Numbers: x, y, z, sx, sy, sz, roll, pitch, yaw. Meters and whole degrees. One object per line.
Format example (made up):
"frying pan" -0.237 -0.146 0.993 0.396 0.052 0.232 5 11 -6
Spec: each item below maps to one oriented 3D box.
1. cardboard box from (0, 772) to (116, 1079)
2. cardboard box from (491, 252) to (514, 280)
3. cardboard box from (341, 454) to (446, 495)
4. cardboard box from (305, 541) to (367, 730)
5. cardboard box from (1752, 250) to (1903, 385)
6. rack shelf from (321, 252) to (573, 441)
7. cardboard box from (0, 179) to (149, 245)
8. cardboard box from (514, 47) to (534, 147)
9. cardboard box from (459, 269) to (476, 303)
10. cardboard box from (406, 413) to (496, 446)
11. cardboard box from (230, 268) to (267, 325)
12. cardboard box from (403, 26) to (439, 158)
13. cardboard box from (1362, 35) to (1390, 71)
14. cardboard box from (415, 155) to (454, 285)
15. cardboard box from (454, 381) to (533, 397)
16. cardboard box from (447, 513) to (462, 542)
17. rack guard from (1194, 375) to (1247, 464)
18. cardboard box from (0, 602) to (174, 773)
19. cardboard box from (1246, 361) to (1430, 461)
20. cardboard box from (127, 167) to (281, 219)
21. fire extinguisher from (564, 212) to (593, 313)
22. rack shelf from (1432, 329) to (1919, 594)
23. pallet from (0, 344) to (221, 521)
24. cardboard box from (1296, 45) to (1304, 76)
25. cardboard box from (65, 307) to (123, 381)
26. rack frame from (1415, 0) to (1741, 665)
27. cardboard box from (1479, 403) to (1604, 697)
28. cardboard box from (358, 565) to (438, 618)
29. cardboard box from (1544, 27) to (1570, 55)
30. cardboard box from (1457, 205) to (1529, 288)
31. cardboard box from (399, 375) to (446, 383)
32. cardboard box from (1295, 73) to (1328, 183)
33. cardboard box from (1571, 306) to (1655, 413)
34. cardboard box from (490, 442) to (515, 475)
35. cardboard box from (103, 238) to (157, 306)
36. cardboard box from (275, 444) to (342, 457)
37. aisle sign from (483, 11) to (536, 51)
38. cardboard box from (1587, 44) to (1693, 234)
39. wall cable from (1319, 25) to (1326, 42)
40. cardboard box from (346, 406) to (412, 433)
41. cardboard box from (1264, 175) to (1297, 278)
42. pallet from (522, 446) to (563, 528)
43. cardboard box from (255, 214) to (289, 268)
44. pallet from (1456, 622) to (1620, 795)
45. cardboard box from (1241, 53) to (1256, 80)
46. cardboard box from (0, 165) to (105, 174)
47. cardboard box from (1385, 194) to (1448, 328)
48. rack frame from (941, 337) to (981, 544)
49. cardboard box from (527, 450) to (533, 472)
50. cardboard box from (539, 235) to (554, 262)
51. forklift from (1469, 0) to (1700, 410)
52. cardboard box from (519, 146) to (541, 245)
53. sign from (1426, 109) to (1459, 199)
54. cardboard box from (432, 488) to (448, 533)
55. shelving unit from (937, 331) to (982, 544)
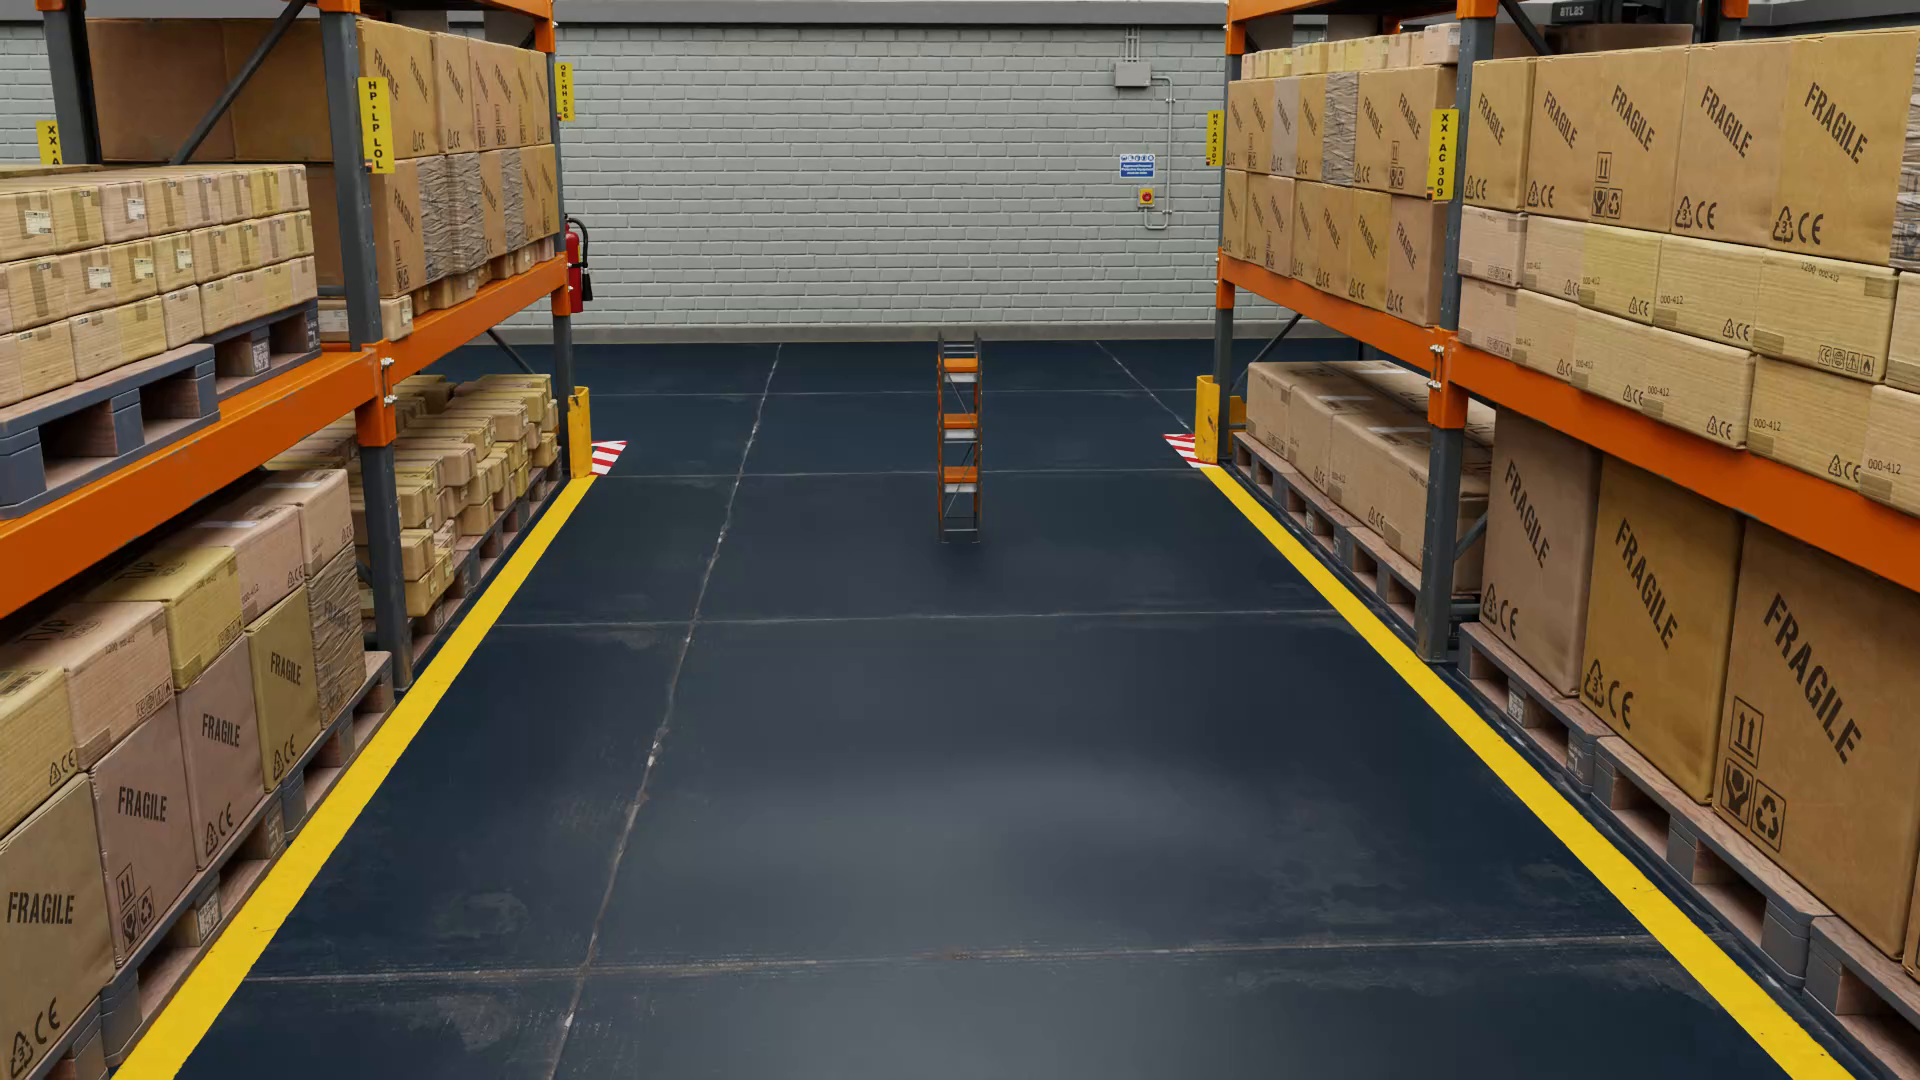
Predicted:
"cardboard box" -2.169 0.819 3.497 0.500 0.500 0.500 -1 14 -3
"cardboard box" -2.504 -1.421 8.533 0.380 0.149 0.250 -2 15 -6
"cardboard box" -2.469 -0.274 7.256 0.380 0.149 0.250 -1 14 -5
"cardboard box" -2.296 0.309 5.479 0.500 0.500 0.500 -1 14 -5
"cardboard box" 2.218 -0.525 3.846 0.500 0.250 0.500 -1 14 -5
"rack shelf" -2.717 -1.027 7.943 1.077 0.370 4.000 -1 14 -3
"cardboard box" -2.293 -0.827 4.188 0.380 0.149 0.250 -2 15 -6
"cardboard box" -2.533 -2.314 8.695 0.500 0.500 0.500 -1 14 -5
"cardboard box" -2.414 -1.159 7.514 0.380 0.149 0.250 0 14 -1
"cardboard box" -2.523 -0.532 8.258 0.380 0.149 0.250 -1 14 -5
"cardboard box" -2.341 -0.738 5.035 0.380 0.149 0.250 -1 14 -4
"cardboard box" -2.425 -1.800 6.696 0.500 0.500 0.500 -1 14 -5
"cardboard box" 2.006 -2.152 7.362 0.380 0.149 0.250 -1 14 -4
"cardboard box" -2.410 -1.321 6.842 0.500 0.500 0.500 -1 14 -3
"cardboard box" -2.597 -0.793 9.272 0.380 0.149 0.250 -1 14 -2
"cardboard box" -2.496 -0.052 7.589 0.380 0.149 0.250 -2 15 -6
"rack guard" 2.092 -0.770 10.515 1.175 0.500 0.348 -1 14 -3
"cardboard box" -2.196 0.336 3.869 0.500 0.250 0.500 -1 14 -3
"cardboard box" 2.234 -0.774 9.816 0.875 0.438 0.875 -1 14 -5
"cardboard box" -2.356 -1.084 5.189 0.380 0.149 0.250 -1 14 -5
"fire extinguisher" -2.396 -1.725 10.113 0.296 0.674 0.183 -1 14 -3
"rack shelf" 2.465 -0.134 4.471 1.077 0.370 4.000 -1 14 -3
"pallet" -2.509 -0.282 3.988 1.003 0.211 1.213 -1 14 -3
"cardboard box" 1.905 -2.406 8.348 0.380 0.149 0.250 -1 14 -3
"cardboard box" -2.270 -0.474 4.010 0.380 0.149 0.250 -1 14 -5
"rack frame" 2.341 -0.980 6.314 1.000 3.000 0.127 -1 14 -3
"cardboard box" 2.460 -0.001 5.932 0.875 0.875 0.875 0 14 -2
"cardboard box" -2.295 0.204 6.594 0.380 0.149 0.250 -2 15 -6
"cardboard box" 2.549 -1.973 6.664 0.380 0.149 0.250 -1 14 -3
"cardboard box" 2.087 -1.035 5.829 0.500 0.250 0.500 -1 14 -5
"cardboard box" -3.147 -0.848 9.488 0.380 0.149 0.250 -2 15 -6
"cardboard box" 1.949 -2.003 8.084 0.500 0.500 0.500 -1 14 -3
"cardboard box" 2.154 -0.537 4.896 0.500 0.250 0.500 -1 14 -4
"cardboard box" -2.447 -0.391 8.308 0.380 0.149 0.250 0 14 -1
"cardboard box" -2.286 -0.680 4.215 0.380 0.149 0.250 -1 14 -3
"cardboard box" -3.000 -0.330 7.473 0.380 0.149 0.250 -2 15 -6
"aisle sign" -2.546 -3.155 9.551 0.394 0.787 0.004 -1 14 -3
"cardboard box" 2.169 -1.148 4.760 0.500 0.500 0.500 -1 14 -5
"wall cable" 3.136 -3.893 15.600 0.588 1.984 0.122 -1 14 -3
"cardboard box" -3.017 -0.587 8.474 0.380 0.149 0.250 0 14 -1
"cardboard box" 1.909 -1.647 8.707 0.500 0.500 0.500 -1 14 -4
"pallet" -2.821 -0.301 9.273 1.003 0.211 1.213 -1 14 -3
"cardboard box" -2.354 -0.943 5.234 0.380 0.149 0.250 -1 14 -3
"pallet" 2.464 0.561 5.921 1.003 0.211 1.213 -1 14 -3
"cardboard box" 1.839 -2.729 9.603 0.380 0.149 0.250 -1 14 -2
"cardboard box" -3.028 -1.143 5.416 0.380 0.149 0.250 0 14 -1
"cardboard box" 2.057 -1.140 6.735 0.500 0.500 0.500 -1 14 -3
"rack frame" 0.004 -0.491 8.329 0.200 1.050 0.008 -1 14 -3
"cardboard box" -2.553 -0.439 9.090 0.380 0.149 0.250 -1 14 -4
"cardboard box" -2.539 -1.675 9.519 0.380 0.149 0.250 -1 14 -3
"forklift" 4.458 -1.975 10.319 1.130 2.935 3.031 -8 16 -28
"cardboard box" -2.529 -1.830 8.820 0.500 0.500 0.500 -1 14 -4
"sign" 1.787 -1.428 6.162 0.100 0.325 0.005 -1 14 -3
"cardboard box" -2.466 -0.129 7.289 0.380 0.149 0.250 -2 15 -6
"shelving unit" -0.003 -0.522 8.447 0.215 1.050 0.252 -1 14 -3
